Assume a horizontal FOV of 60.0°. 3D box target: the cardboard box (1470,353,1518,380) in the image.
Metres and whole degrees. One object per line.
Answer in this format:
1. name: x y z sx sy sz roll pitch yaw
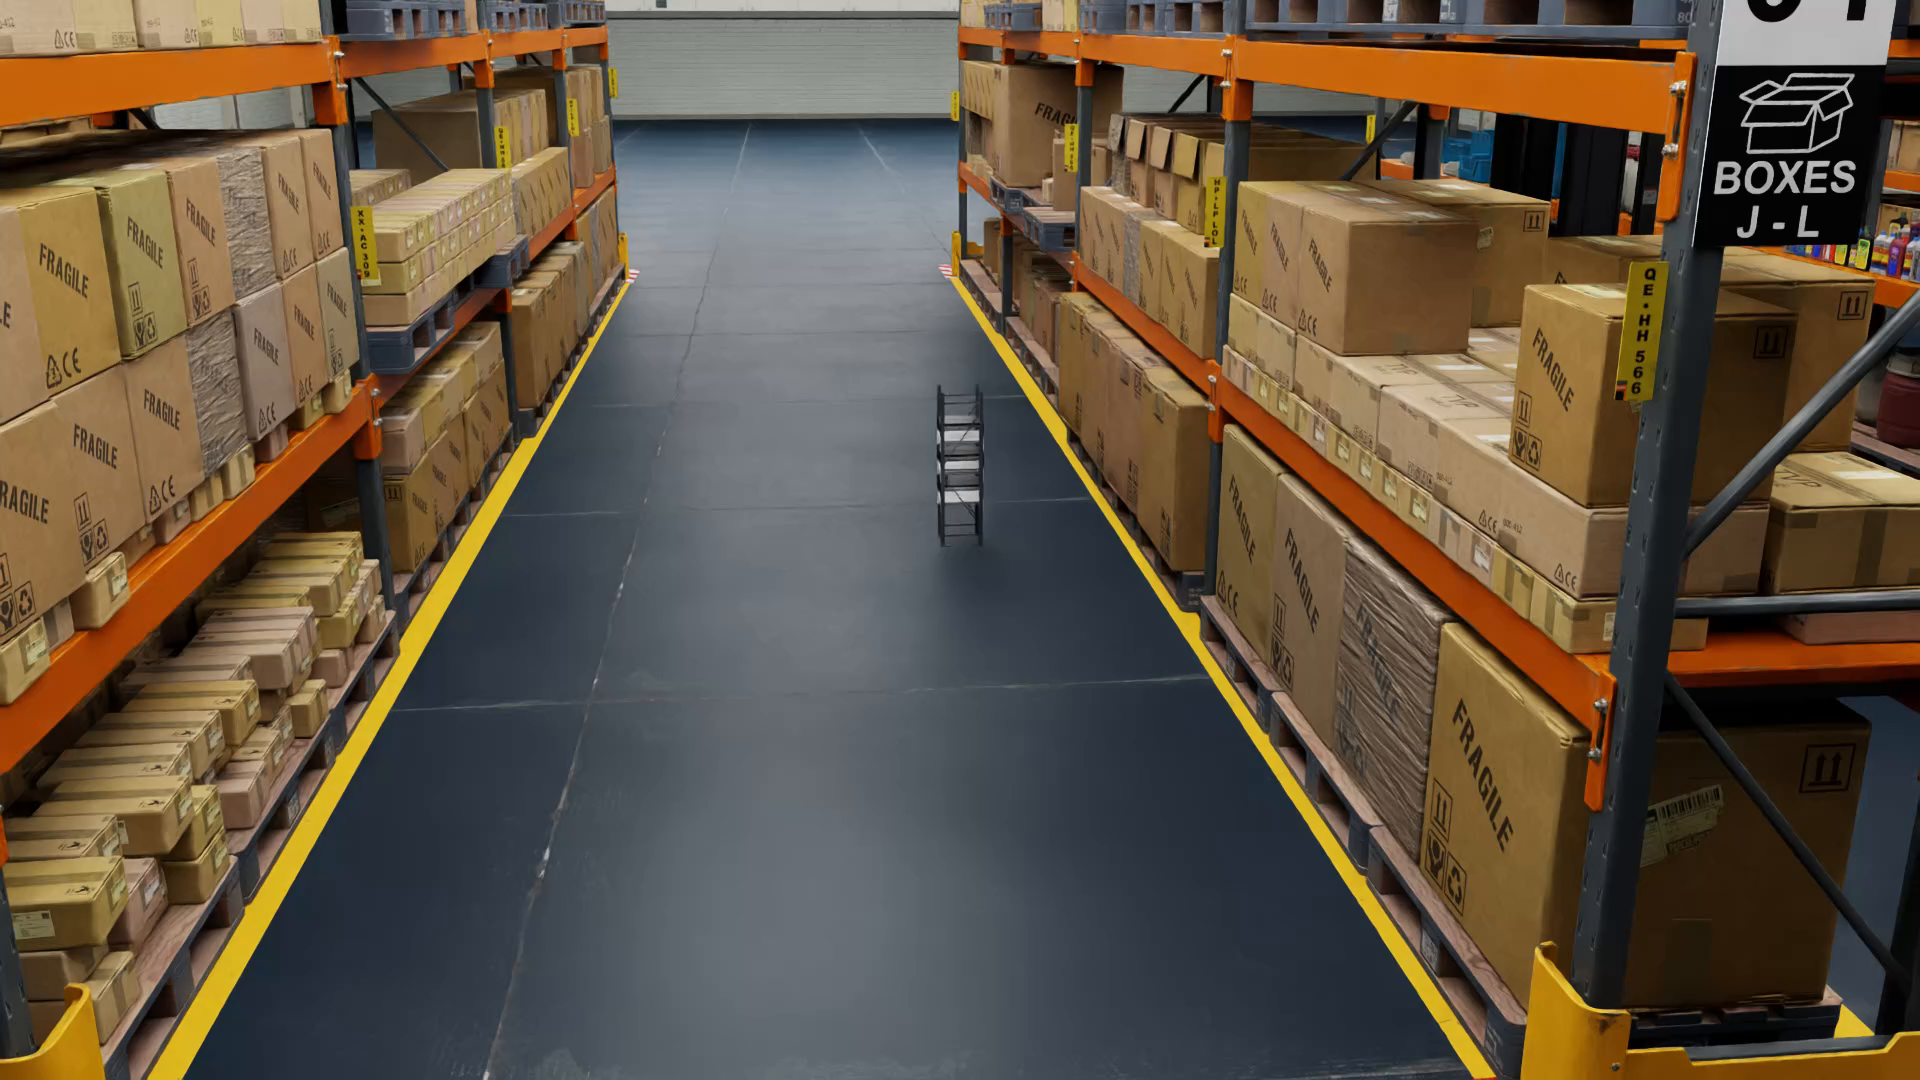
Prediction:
1. cardboard box: 2.190 -0.515 6.063 0.500 0.250 0.500 -2 18 -7

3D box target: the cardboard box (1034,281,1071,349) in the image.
1. cardboard box: 1.031 -1.933 14.265 0.700 0.500 0.500 -3 18 -10

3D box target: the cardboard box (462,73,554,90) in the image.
1. cardboard box: -4.219 -4.143 15.814 0.875 0.550 0.550 -2 18 -6

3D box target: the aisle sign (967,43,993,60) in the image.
1. aisle sign: 0.183 -5.850 18.962 0.394 0.787 0.004 -2 18 -6

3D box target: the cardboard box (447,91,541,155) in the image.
1. cardboard box: -3.931 -3.509 14.011 0.700 0.500 0.500 -2 18 -7

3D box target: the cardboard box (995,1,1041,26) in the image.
1. cardboard box: 0.594 -4.896 15.506 0.500 0.250 0.500 -1 17 -4

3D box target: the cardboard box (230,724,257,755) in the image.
1. cardboard box: -2.817 0.674 6.085 0.380 0.149 0.250 -1 17 -3

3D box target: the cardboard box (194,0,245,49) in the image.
1. cardboard box: -2.806 -1.823 5.719 0.500 0.250 0.500 -2 18 -6

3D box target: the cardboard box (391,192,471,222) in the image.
1. cardboard box: -2.967 -1.863 9.329 0.380 0.149 0.250 -1 17 -4

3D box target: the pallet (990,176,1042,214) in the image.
1. pallet: 0.835 -3.085 14.815 1.003 0.211 1.213 -2 18 -6

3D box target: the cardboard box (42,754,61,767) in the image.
1. cardboard box: -3.273 0.774 5.767 0.380 0.149 0.250 -1 17 -3

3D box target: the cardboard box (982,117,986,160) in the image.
1. cardboard box: 0.697 -4.330 17.797 0.875 0.500 0.500 -2 18 -6

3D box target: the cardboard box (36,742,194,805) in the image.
1. cardboard box: -2.676 0.770 5.281 0.380 0.149 0.250 -3 18 -8

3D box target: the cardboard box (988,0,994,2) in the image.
1. cardboard box: 0.477 -5.282 16.071 0.380 0.149 0.250 -2 18 -7

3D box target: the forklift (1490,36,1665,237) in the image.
1. forklift: 4.097 -1.739 10.324 3.031 2.935 1.130 -5 18 -15

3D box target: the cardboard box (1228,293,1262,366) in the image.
1. cardboard box: 1.514 -0.947 7.441 0.500 0.250 0.500 -2 18 -7

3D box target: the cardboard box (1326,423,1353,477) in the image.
1. cardboard box: 1.588 -0.342 6.179 0.380 0.149 0.250 -2 18 -7

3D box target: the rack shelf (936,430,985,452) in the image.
1. rack shelf: 0.001 -0.567 9.491 0.258 0.077 0.200 -2 18 -6

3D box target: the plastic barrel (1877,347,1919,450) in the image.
1. plastic barrel: 6.424 -0.938 10.982 0.600 0.588 0.708 -2 18 -6

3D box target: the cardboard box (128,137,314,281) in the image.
1. cardboard box: -2.842 -1.283 6.423 0.500 0.500 0.500 -2 18 -7

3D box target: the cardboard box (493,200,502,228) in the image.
1. cardboard box: -3.068 -2.025 10.342 0.380 0.149 0.250 -1 17 -4

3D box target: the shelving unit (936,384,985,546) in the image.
1. shelving unit: 0.001 -0.427 9.535 0.258 0.900 0.210 -2 18 -6

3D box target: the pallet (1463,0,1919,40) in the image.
1. pallet: 2.051 -1.443 4.405 1.003 0.211 1.213 -2 18 -6

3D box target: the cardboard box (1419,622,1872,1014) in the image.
1. cardboard box: 1.993 0.792 4.993 0.875 0.875 0.875 -2 18 -6

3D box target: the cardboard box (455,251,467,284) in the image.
1. cardboard box: -2.941 -1.503 9.175 0.380 0.149 0.250 -2 18 -7

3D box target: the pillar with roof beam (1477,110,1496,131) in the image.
1. pillar with roof beam: 9.444 -14.757 41.659 9.100 9.000 0.400 -2 18 -6

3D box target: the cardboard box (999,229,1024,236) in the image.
1. cardboard box: 0.677 -3.057 17.880 0.500 0.500 0.500 0 17 0

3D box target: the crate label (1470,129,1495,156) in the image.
1. crate label: 5.874 -4.230 18.084 0.502 0.435 0.616 -2 18 -6

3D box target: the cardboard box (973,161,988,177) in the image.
1. cardboard box: 0.339 -3.938 17.633 0.380 0.149 0.250 -2 18 -6

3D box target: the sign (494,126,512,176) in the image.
1. sign: -3.092 -2.628 11.239 0.100 0.325 0.005 -2 18 -6

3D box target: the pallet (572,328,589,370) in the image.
1. pallet: -3.889 -1.727 14.827 1.003 0.211 1.213 -2 18 -6

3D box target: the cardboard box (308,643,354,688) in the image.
1. cardboard box: -2.804 0.521 7.068 0.380 0.149 0.250 -2 18 -7

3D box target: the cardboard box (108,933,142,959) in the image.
1. cardboard box: -2.650 1.208 4.879 0.380 0.149 0.250 -2 18 -6

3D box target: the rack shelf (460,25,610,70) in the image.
1. rack shelf: -4.250 -4.969 16.691 1.077 0.370 4.000 -2 18 -6

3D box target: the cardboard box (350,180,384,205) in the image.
1. cardboard box: -3.698 -2.082 10.027 0.380 0.149 0.250 -3 18 -8

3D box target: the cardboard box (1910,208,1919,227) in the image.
1. cardboard box: 10.449 -3.240 17.628 0.500 0.500 0.500 -2 18 -6

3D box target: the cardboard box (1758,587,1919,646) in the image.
1. cardboard box: 2.430 0.171 4.545 0.380 0.149 0.250 -2 17 -5

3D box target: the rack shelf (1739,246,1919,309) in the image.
1. rack shelf: 6.446 -1.431 10.428 1.077 0.370 4.000 -2 18 -6

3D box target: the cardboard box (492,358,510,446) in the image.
1. cardboard box: -3.303 -0.913 11.051 0.500 0.500 0.500 -2 18 -6

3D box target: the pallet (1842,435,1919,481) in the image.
1. pallet: 6.485 -0.443 10.736 1.003 0.211 1.213 -2 18 -6

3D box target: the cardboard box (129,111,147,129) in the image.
1. cardboard box: -9.039 -4.331 17.800 0.500 0.500 0.500 -2 18 -7

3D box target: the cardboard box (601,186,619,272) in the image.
1. cardboard box: -4.320 -3.464 18.548 0.875 0.875 0.875 -2 18 -5

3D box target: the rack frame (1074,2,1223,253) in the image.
1. rack frame: 1.313 -2.217 11.730 1.000 3.000 0.127 -2 18 -6

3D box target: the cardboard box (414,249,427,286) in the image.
1. cardboard box: -2.830 -1.333 8.137 0.380 0.149 0.250 -2 18 -7

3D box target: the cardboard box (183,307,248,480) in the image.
1. cardboard box: -2.754 -0.499 5.595 0.500 0.500 0.500 -2 18 -7

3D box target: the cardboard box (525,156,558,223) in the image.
1. cardboard box: -3.619 -2.885 13.691 0.500 0.500 0.500 -2 17 -5

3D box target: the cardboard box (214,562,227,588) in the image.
1. cardboard box: -3.419 0.167 7.203 0.380 0.149 0.250 -1 17 -3

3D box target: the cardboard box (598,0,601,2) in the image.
1. cardboard box: -4.032 -5.796 17.676 0.380 0.149 0.250 -2 17 -5

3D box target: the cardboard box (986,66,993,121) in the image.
1. cardboard box: 0.528 -4.350 16.191 0.500 0.500 0.500 -2 18 -6

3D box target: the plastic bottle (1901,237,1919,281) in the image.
1. plastic bottle: 6.067 -1.790 10.586 0.097 0.271 0.097 0 17 0

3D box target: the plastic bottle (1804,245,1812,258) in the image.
1. plastic bottle: 5.958 -2.072 11.600 0.097 0.201 0.097 0 17 0

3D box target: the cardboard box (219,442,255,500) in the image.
1. cardboard box: -2.723 -0.241 5.855 0.380 0.149 0.250 -1 17 -5

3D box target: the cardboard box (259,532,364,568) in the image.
1. cardboard box: -2.922 0.072 7.505 0.380 0.149 0.250 -1 17 -4

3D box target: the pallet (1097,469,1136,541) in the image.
1. pallet: 1.442 -0.287 10.237 1.003 0.211 1.213 -2 18 -6

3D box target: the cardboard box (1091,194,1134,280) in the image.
1. cardboard box: 1.148 -1.958 10.738 0.500 0.500 0.500 -2 18 -7

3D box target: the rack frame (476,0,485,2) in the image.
1. rack frame: -3.631 -4.956 10.440 1.000 3.000 0.127 -2 18 -6

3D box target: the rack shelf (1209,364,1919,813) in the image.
1. rack shelf: 1.932 -0.086 6.144 1.077 0.370 4.000 -2 18 -6

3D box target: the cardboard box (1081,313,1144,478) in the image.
1. cardboard box: 1.448 -0.931 10.482 1.225 0.875 0.875 -2 18 -5
